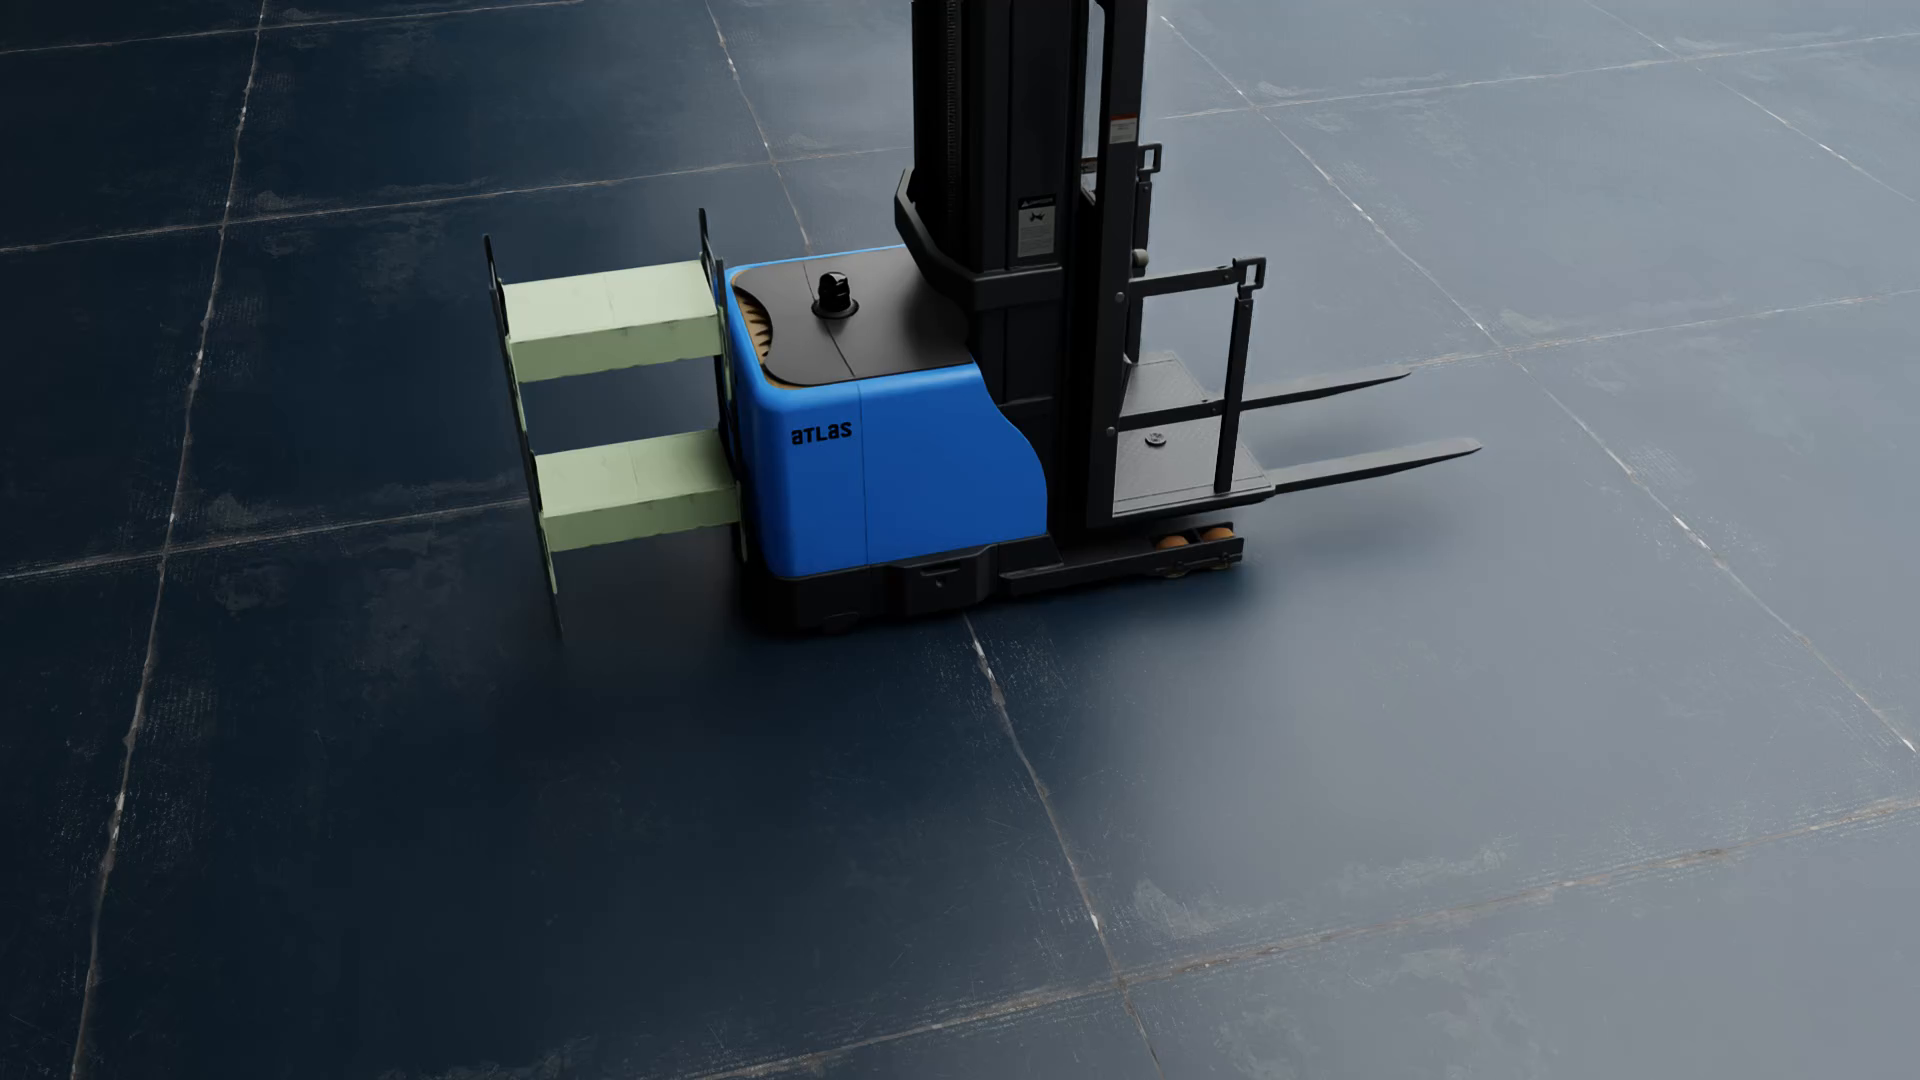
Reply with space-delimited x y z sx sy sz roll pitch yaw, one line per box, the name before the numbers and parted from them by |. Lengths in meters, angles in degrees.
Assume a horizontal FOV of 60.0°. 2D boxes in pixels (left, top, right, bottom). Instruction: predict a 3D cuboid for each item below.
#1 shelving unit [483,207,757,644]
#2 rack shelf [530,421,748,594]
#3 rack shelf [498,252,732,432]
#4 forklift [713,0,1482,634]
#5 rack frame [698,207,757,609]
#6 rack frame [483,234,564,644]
shelving unit | -1.200 -0.386 6.020 0.755 1.500 0.431 -10 39 -13
rack shelf | -1.200 -0.127 6.218 0.720 0.370 0.431 -10 39 -13
rack shelf | -1.200 -0.696 5.783 0.720 0.370 0.431 -10 39 -13
forklift | 0.619 -1.314 6.055 3.031 2.935 1.130 -10 39 -13
rack frame | -0.848 -0.447 6.100 0.023 1.500 0.400 -10 39 -13
rack frame | -1.552 -0.325 5.940 0.023 1.500 0.400 -10 39 -13
